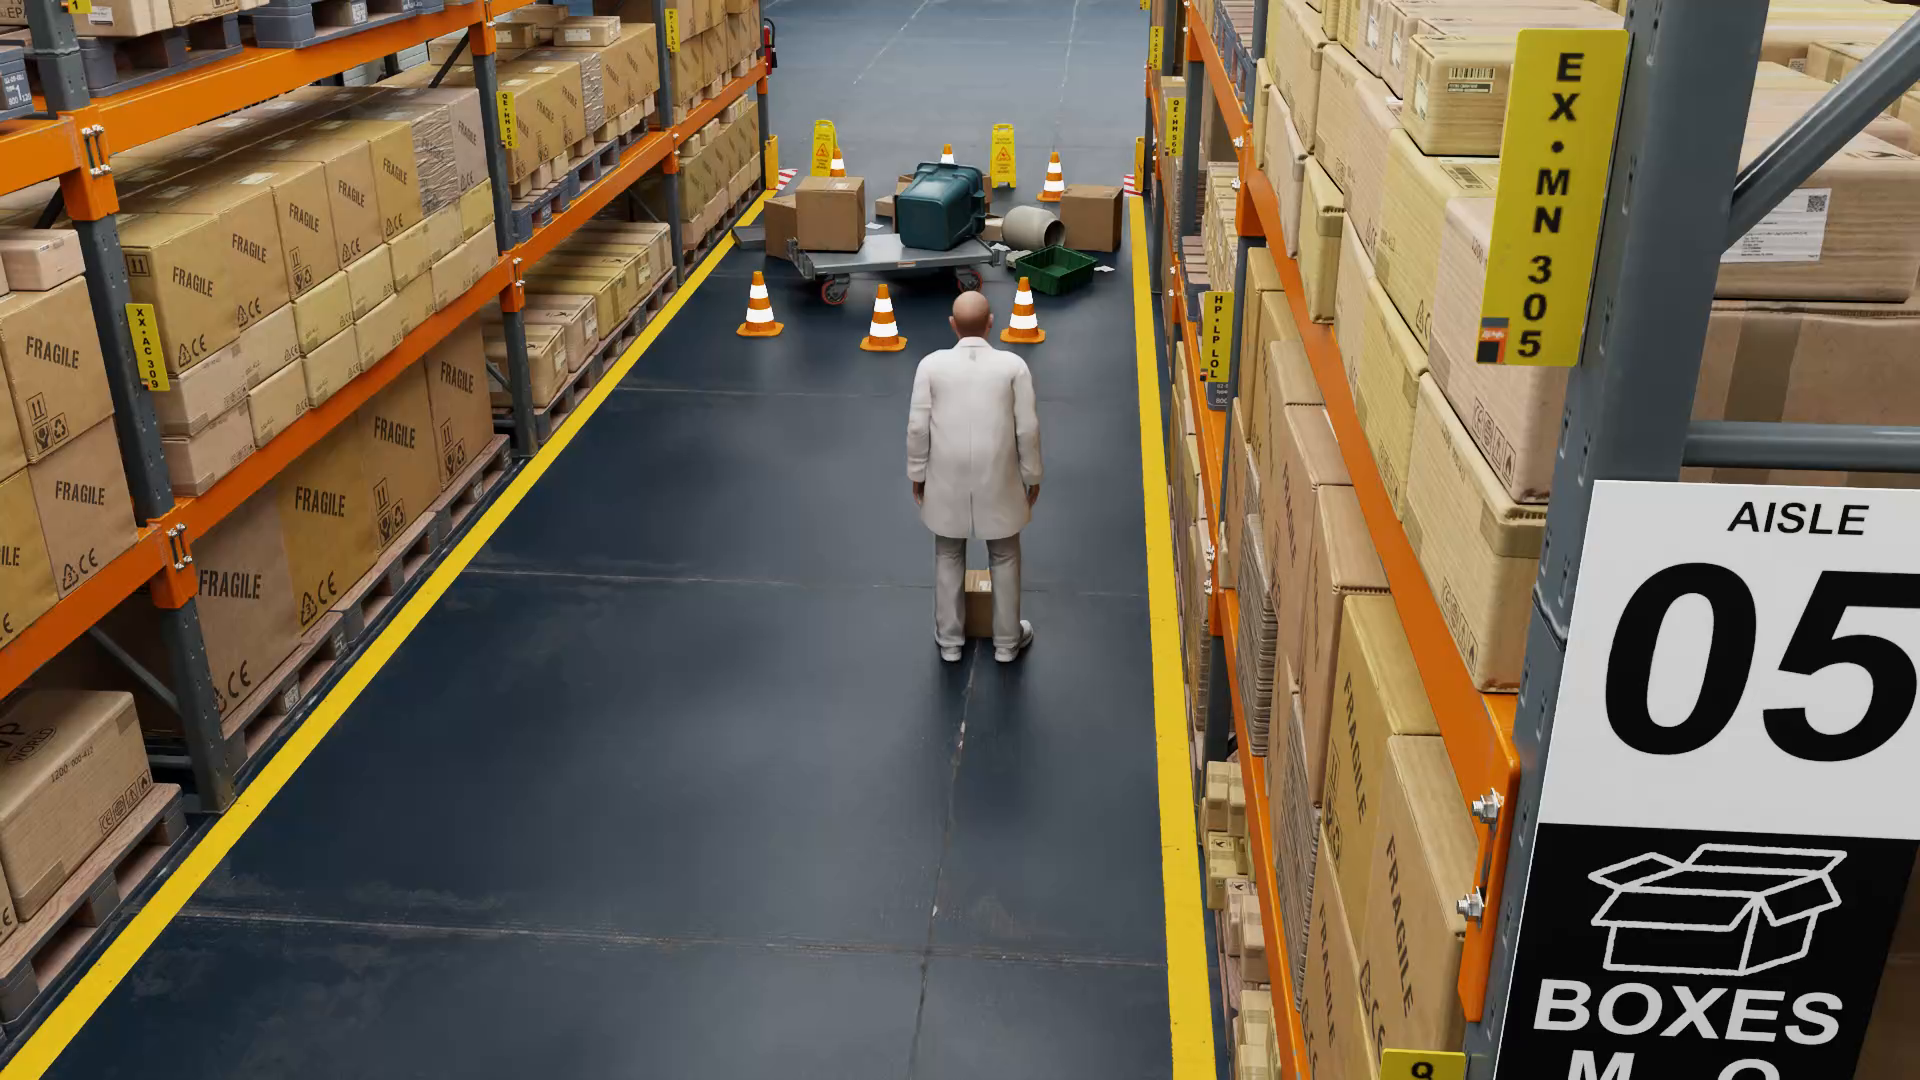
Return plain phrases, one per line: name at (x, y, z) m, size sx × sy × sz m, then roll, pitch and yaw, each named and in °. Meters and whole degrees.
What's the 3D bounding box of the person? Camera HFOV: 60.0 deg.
person at (0.075, -0.279, 7.744) m, size 0.631 × 1.773 × 0.426 m, roll 2°, pitch 24°, yaw 4°
